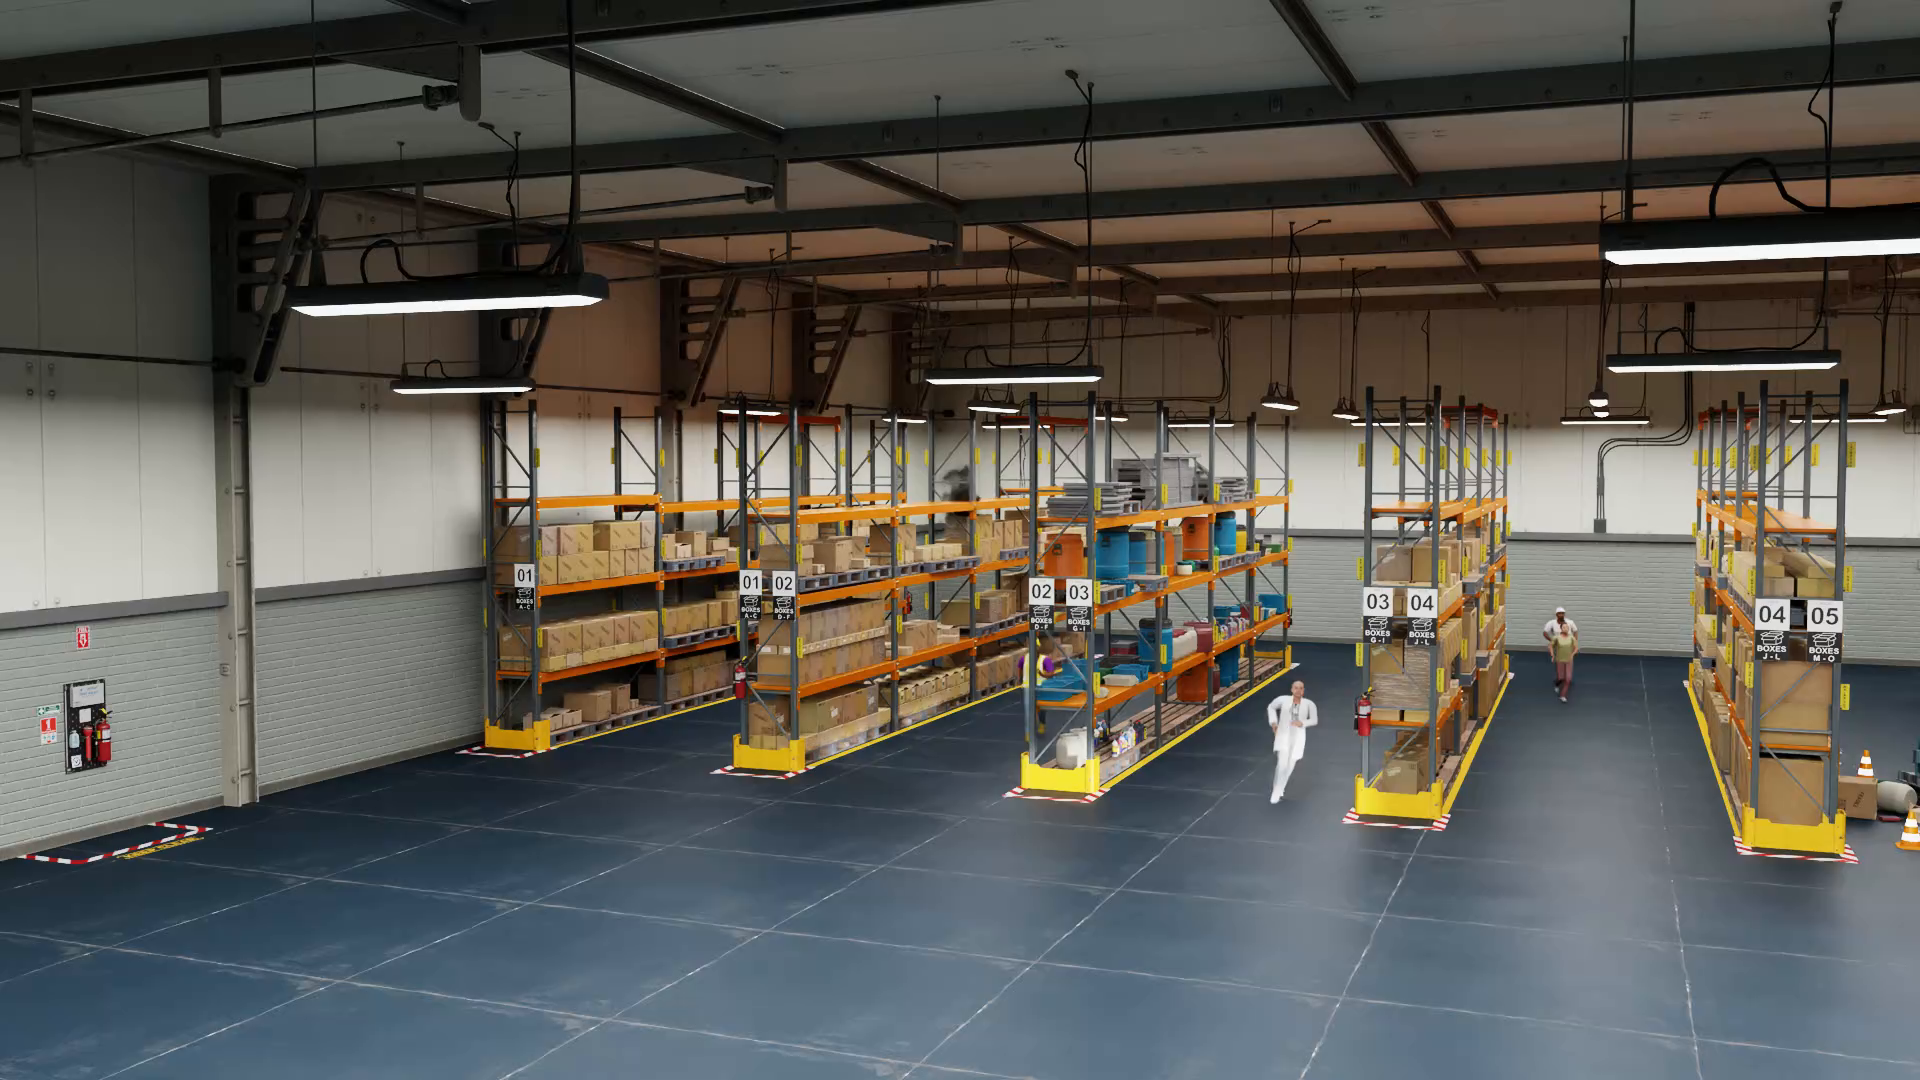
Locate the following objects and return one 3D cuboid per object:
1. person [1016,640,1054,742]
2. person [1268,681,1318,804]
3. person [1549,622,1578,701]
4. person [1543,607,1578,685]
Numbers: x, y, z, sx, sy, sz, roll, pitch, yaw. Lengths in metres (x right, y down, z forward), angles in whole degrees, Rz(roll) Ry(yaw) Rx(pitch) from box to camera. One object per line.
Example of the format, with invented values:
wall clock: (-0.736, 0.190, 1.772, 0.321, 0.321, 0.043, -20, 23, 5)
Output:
person: (1.324, 2.635, 29.490, 0.700, 1.754, 0.989, 1, 3, 10)
person: (4.854, 2.945, 24.279, 0.679, 1.816, 0.727, 0, 3, 1)
person: (12.465, 2.506, 34.332, 0.572, 1.626, 0.556, 0, 3, 10)
person: (13.272, 2.339, 36.655, 0.715, 1.708, 0.604, 0, 3, 5)
